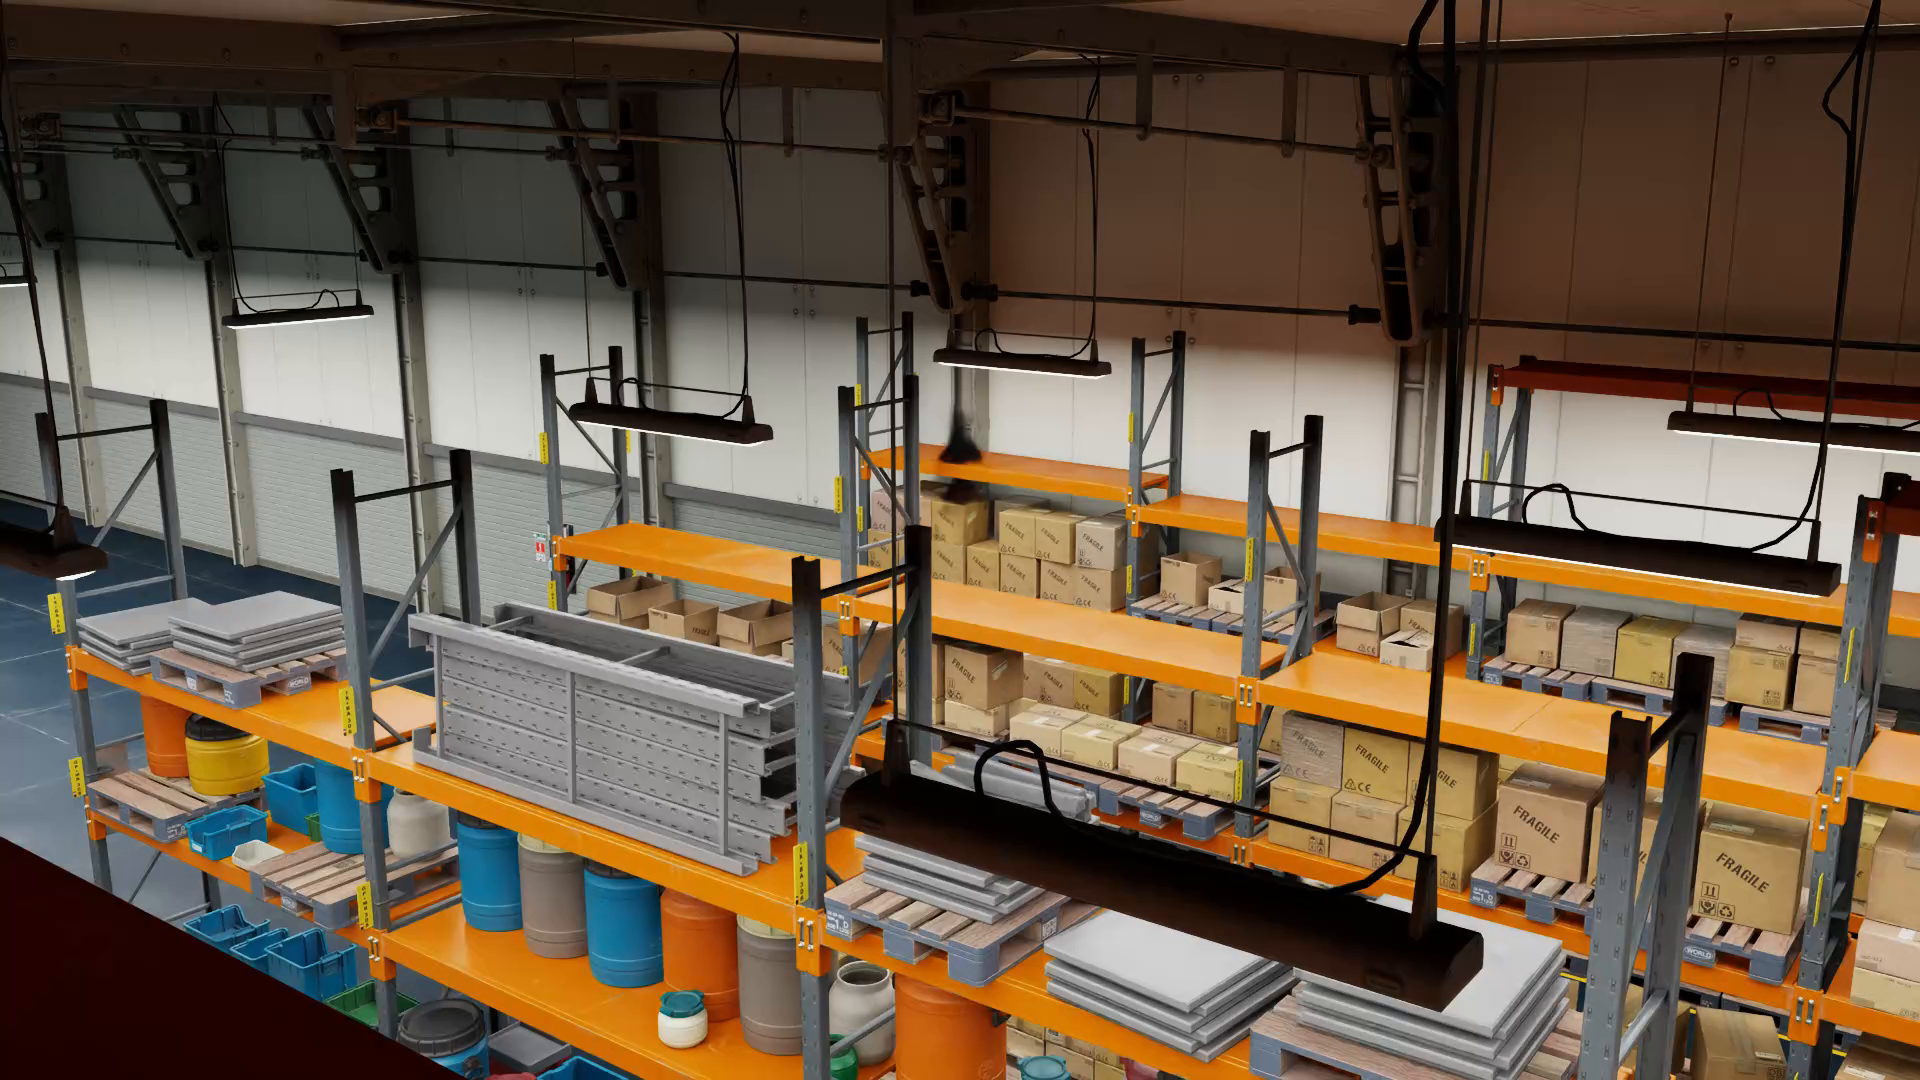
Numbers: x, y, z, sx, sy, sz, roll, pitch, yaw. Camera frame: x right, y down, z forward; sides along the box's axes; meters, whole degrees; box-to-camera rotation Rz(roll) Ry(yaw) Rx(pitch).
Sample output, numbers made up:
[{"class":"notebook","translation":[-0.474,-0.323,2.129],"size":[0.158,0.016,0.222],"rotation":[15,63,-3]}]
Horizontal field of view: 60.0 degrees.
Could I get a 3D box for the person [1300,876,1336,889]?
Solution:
[{"class":"person","translation":[3.376,3.585,15.940],"size":[0.736,1.821,0.635],"rotation":[7,15,26]}]
